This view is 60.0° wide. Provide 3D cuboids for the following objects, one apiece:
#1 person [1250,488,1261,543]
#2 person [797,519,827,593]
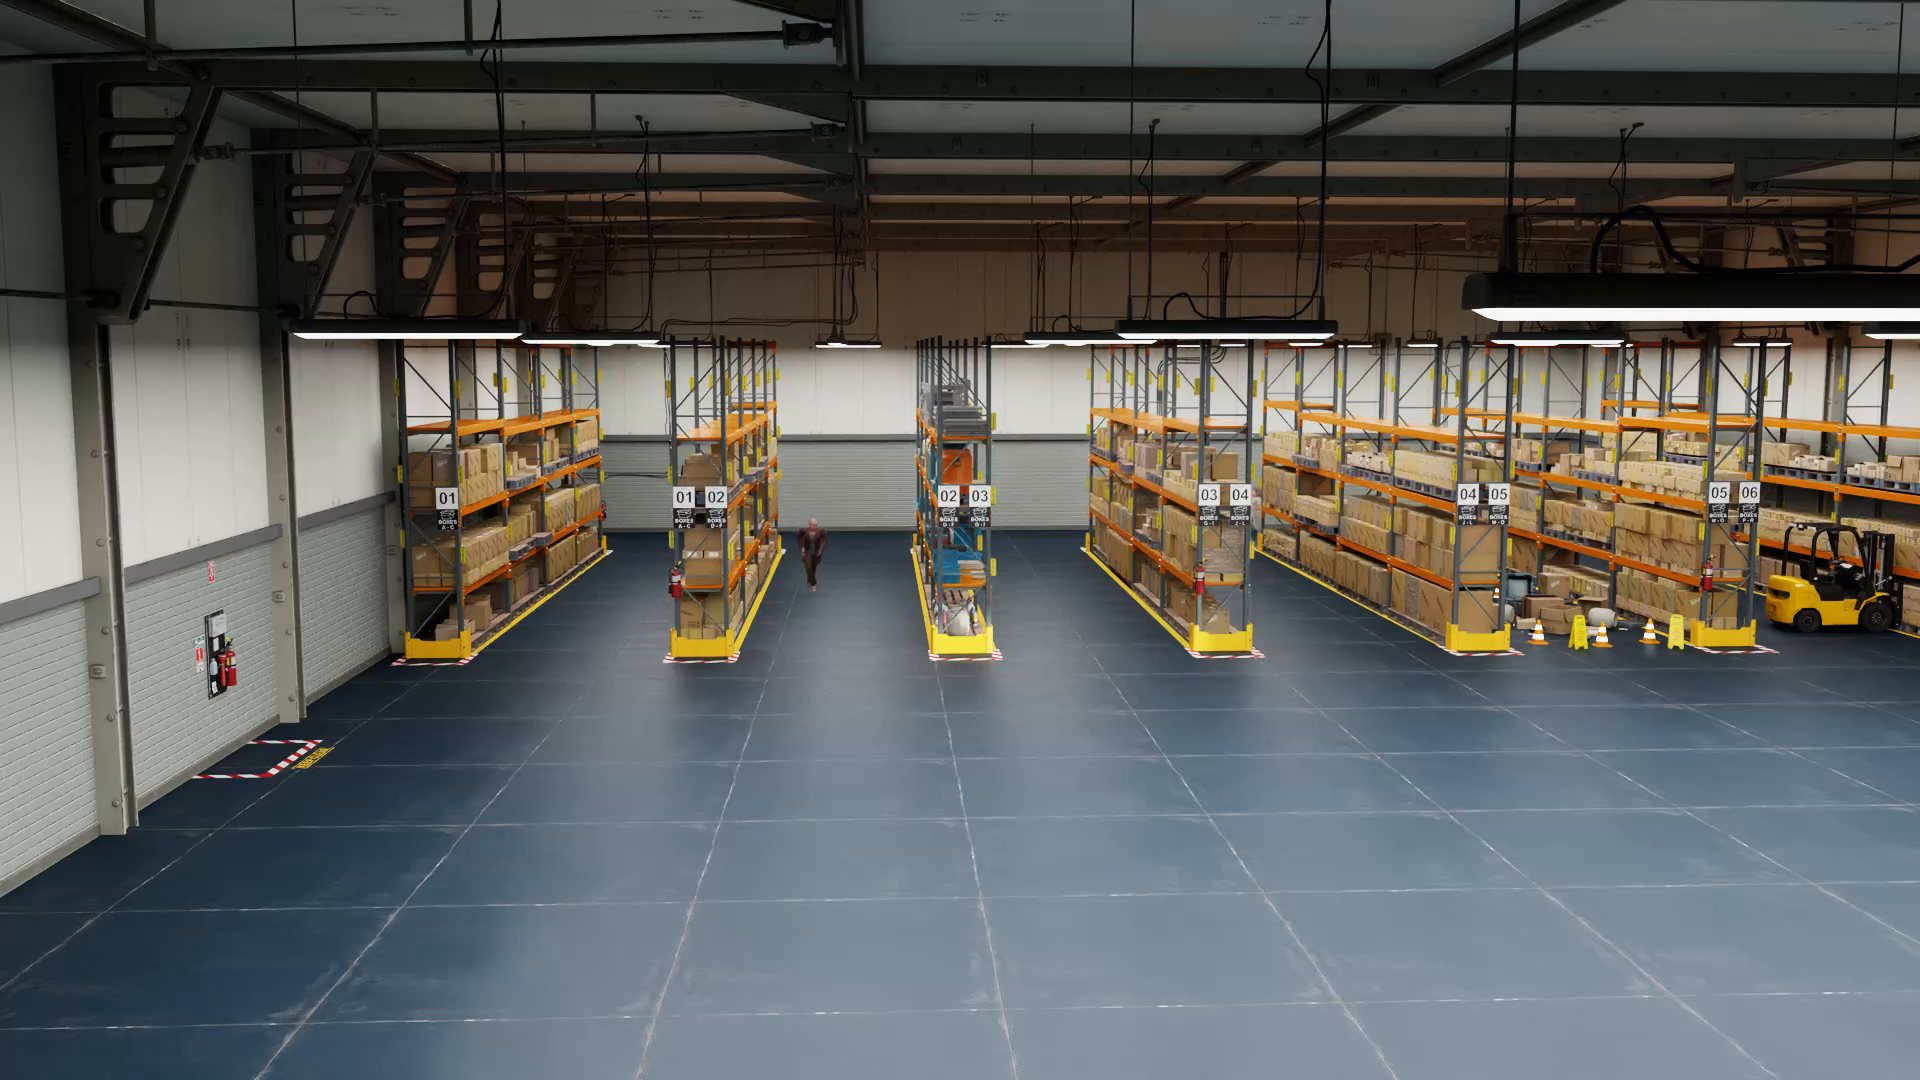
[{"bbox_3d":[8.693,-0.678,49.061,0.781,1.725,0.544,-5,8,-38],"label":"person"},{"bbox_3d":[-3.395,0.406,38.161,0.692,1.531,1.001,-1,7,-6],"label":"person"}]
